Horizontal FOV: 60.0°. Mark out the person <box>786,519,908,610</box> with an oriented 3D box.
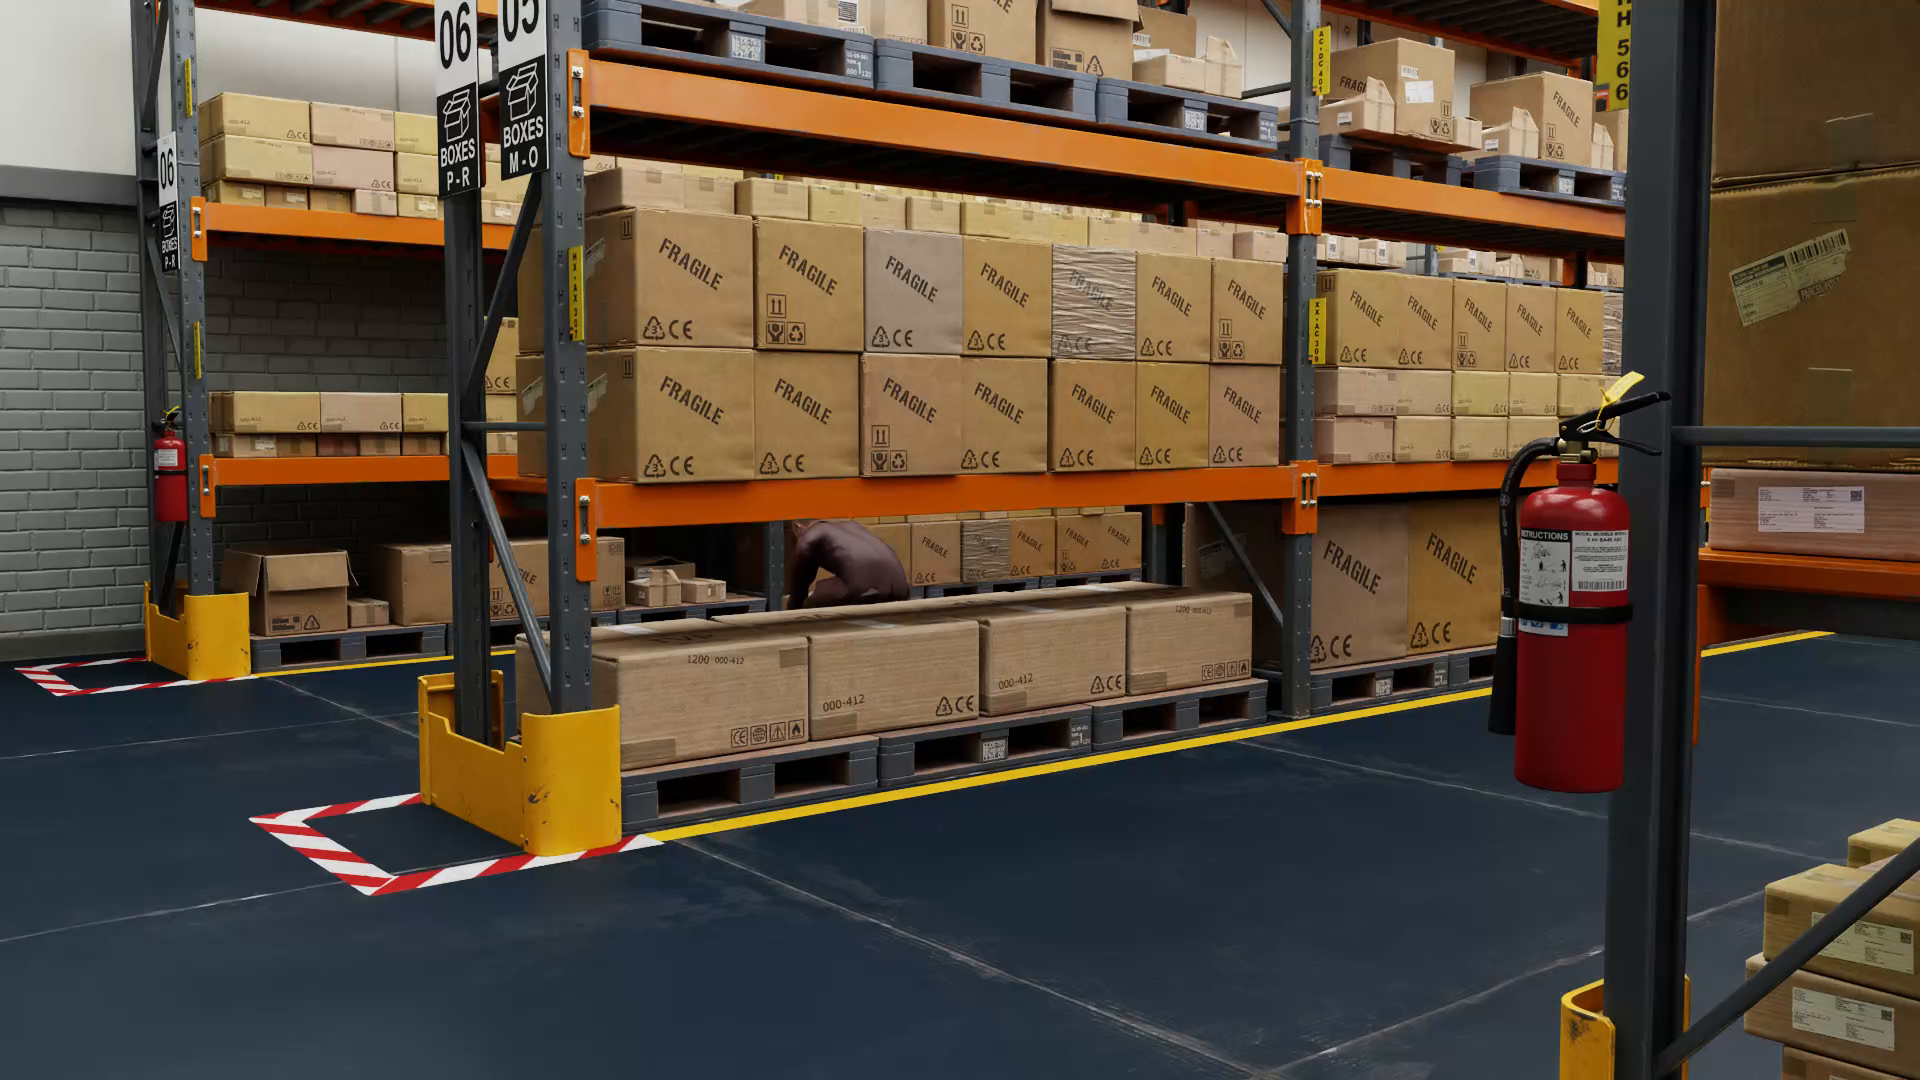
[{"bbox_3d":[-0.698,0.330,9.928,0.580,0.979,0.937,-4,5,-40],"label":"person"}]
